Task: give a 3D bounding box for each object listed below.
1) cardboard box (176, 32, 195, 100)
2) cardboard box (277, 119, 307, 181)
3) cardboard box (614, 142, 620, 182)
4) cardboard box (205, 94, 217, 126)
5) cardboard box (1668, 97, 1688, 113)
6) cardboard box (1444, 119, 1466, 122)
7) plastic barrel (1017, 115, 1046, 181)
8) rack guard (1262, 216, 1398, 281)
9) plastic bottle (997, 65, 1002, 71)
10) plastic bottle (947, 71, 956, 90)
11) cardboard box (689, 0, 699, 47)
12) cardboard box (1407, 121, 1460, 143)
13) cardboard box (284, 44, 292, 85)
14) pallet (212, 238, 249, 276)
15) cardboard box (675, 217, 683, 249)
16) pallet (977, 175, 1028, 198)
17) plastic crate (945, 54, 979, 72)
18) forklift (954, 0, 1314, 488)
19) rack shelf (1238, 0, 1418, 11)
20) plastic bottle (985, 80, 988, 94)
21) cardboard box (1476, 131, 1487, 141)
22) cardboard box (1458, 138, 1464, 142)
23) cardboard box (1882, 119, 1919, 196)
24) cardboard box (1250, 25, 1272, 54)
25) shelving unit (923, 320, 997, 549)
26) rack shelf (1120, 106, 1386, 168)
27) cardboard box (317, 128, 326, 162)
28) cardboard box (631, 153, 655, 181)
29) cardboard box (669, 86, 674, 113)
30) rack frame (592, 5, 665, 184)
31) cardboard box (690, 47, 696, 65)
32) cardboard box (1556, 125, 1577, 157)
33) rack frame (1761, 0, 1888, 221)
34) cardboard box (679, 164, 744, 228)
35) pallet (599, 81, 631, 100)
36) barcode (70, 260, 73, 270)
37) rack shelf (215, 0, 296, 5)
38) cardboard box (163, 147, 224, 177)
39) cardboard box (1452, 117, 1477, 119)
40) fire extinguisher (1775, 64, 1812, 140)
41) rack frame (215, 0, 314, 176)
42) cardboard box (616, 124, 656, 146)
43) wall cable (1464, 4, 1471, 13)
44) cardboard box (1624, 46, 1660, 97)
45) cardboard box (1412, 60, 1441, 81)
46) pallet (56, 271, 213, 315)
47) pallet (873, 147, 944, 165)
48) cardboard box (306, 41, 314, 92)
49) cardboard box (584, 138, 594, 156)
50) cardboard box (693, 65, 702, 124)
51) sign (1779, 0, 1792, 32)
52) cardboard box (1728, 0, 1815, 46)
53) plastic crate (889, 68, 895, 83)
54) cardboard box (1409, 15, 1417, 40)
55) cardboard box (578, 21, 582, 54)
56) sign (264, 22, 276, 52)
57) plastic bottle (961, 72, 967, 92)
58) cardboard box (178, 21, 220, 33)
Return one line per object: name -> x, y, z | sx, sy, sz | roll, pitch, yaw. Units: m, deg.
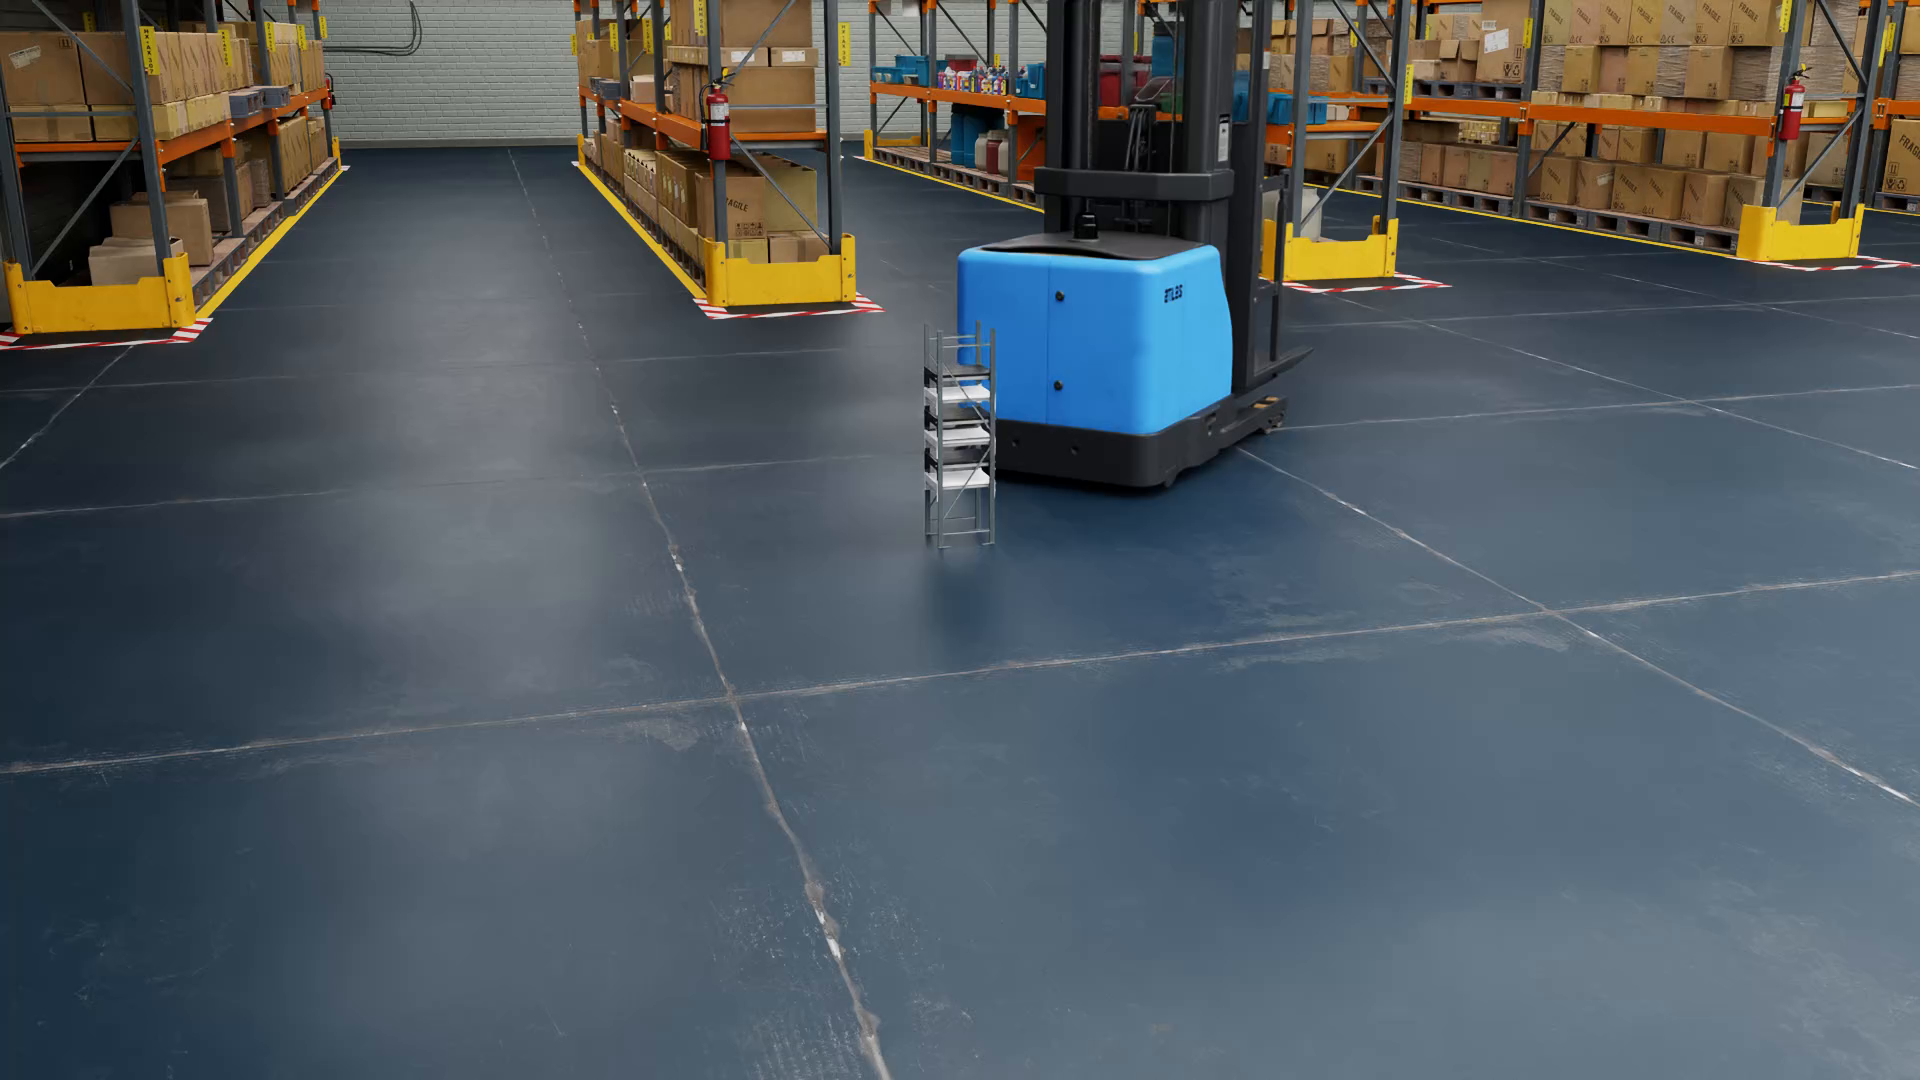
cardboard box -> -6.305, -3.704, 12.993 | 0.500, 0.500, 0.500 | -5, 18, -17
cardboard box -> -8.947, -5.046, 21.545 | 0.750, 0.750, 0.750 | -4, 17, -14
cardboard box -> -4.261, -4.973, 21.874 | 0.500, 0.500, 0.500 | -5, 18, -17
cardboard box -> -6.596, -3.631, 14.053 | 0.500, 0.250, 0.500 | -5, 17, -16
cardboard box -> 7.452, -4.432, 16.930 | 0.380, 0.149, 0.250 | -5, 17, -15
cardboard box -> 8.809, -7.383, 29.507 | 0.380, 0.149, 0.250 | -5, 18, -17
plastic barrel -> 0.976, -5.263, 22.300 | 0.600, 0.830, 0.708 | -5, 17, -15
rack guard -> 3.259, -2.574, 14.653 | 1.175, 0.500, 0.348 | -5, 17, -15
plastic bottle -> 0.595, -6.821, 24.532 | 0.144, 0.351, 0.185 | -5, 17, -15
plastic bottle -> -0.111, -6.755, 24.440 | 0.152, 0.276, 0.135 | -5, 17, -15
cardboard box -> -1.996, -4.600, 14.624 | 0.700, 0.500, 0.500 | -5, 17, -15
cardboard box -> 6.258, -5.402, 21.999 | 0.500, 0.250, 0.500 | -3, 17, -9
cardboard box -> -8.707, -5.964, 20.869 | 0.500, 0.500, 0.500 | -4, 17, -14
pallet -> -7.081, -2.559, 15.103 | 1.003, 0.211, 1.213 | -5, 17, -15
cardboard box -> -2.294, -2.787, 15.064 | 0.500, 0.250, 0.500 | -5, 17, -15
pallet -> 0.870, -4.846, 22.718 | 1.003, 0.211, 1.213 | -5, 17, -15
plastic crate -> 0.023, -7.399, 26.156 | 0.402, 0.464, 0.583 | -5, 17, -15
forklift -> 1.118, -2.017, 8.570 | 1.130, 2.935, 3.031 | 9, 19, 27
rack shelf -> 5.339, -8.004, 24.419 | 1.077, 0.370, 4.000 | -5, 17, -15
plastic bottle -> 0.394, -6.182, 22.663 | 0.097, 0.201, 0.097 | 0, 17, 0
cardboard box -> 9.108, -6.943, 28.561 | 0.380, 0.149, 0.250 | -6, 18, -18
cardboard box -> 8.867, -7.033, 29.376 | 0.380, 0.149, 0.250 | -5, 17, -15
cardboard box -> 11.891, -4.620, 20.082 | 0.875, 0.875, 0.875 | -4, 17, -14
cardboard box -> 4.973, -7.817, 25.844 | 0.797, 0.503, 0.637 | -5, 17, -17
shelving unit -> -0.002, -0.433, 6.830 | 0.258, 0.900, 0.210 | -5, 17, -15
rack shelf -> 2.776, -3.963, 16.181 | 1.077, 0.370, 4.000 | -5, 17, -15
cardboard box -> -10.171, -6.076, 25.582 | 0.700, 0.500, 0.500 | -5, 17, -15
cardboard box -> -3.485, -4.275, 19.045 | 0.500, 0.311, 0.500 | -5, 17, -17
cardboard box -> -2.715, -4.531, 17.082 | 0.500, 0.250, 0.500 | -4, 17, -12
rack frame -> -4.736, -6.683, 23.985 | 1.000, 3.000, 0.127 | -5, 17, -15
cardboard box -> -2.155, -4.241, 14.557 | 0.380, 0.149, 0.250 | -5, 17, -16
cardboard box -> 9.839, -6.318, 26.385 | 0.500, 0.500, 0.500 | -4, 17, -14
rack frame -> 8.088, -4.146, 15.539 | 1.000, 3.000, 0.127 | -5, 17, -15
cardboard box -> -2.161, -3.007, 14.495 | 0.500, 0.500, 0.500 | -5, 17, -15
pallet -> -3.891, -5.666, 20.935 | 1.213, 0.211, 1.003 | -5, 17, -15
barcode -> -6.693, -2.070, 12.522 | 0.001, 0.075, 0.075 | -5, 17, -15
rack shelf -> -8.948, -6.829, 20.508 | 1.077, 0.370, 4.000 | -5, 17, -15
cardboard box -> -7.642, -3.774, 16.578 | 0.500, 0.250, 0.500 | -5, 17, -16
cardboard box -> 9.221, -7.648, 30.389 | 0.380, 0.149, 0.250 | -4, 17, -13
fire extinguisher -> 7.676, -4.040, 15.323 | 0.296, 0.674, 0.183 | -5, 17, -15
rack frame -> -9.498, -6.290, 22.678 | 1.000, 3.000, 0.127 | -5, 17, -15
cardboard box -> -4.139, -5.204, 21.341 | 0.500, 0.250, 0.500 | -4, 17, -13
wall cable -> 11.647, -11.414, 37.916 | 0.585, 1.953, 0.123 | -5, 17, -15
cardboard box -> 7.488, -4.900, 17.360 | 0.875, 0.500, 0.500 | -5, 17, -15
cardboard box -> 6.129, -6.006, 21.263 | 0.500, 0.250, 0.500 | -5, 17, -17
pallet -> -6.410, -1.884, 12.856 | 1.003, 0.211, 1.213 | -5, 17, -15
pallet -> -0.882, -6.613, 28.600 | 1.003, 0.211, 1.213 | -5, 17, -15
cardboard box -> -9.827, -6.787, 23.812 | 0.980, 0.700, 0.700 | -5, 17, -17
cardboard box -> -5.821, -6.372, 26.965 | 0.500, 0.250, 0.500 | -5, 17, -15
cardboard box -> -1.982, -3.969, 14.779 | 0.700, 0.500, 0.500 | -4, 17, -14
sign -> 7.548, -4.813, 15.199 | 0.100, 0.325, 0.005 | -5, 17, -15
cardboard box -> 7.699, -4.947, 15.779 | 0.500, 0.500, 0.500 | -5, 17, -15
plastic crate -> -0.959, -7.670, 27.458 | 0.416, 0.233, 0.300 | -5, 17, -15
cardboard box -> 8.500, -9.320, 30.338 | 0.500, 0.500, 0.500 | -4, 17, -14
cardboard box -> -5.816, -8.028, 26.553 | 0.500, 0.500, 0.500 | -5, 17, -15
sign -> -7.880, -5.746, 18.991 | 0.100, 0.325, 0.005 | -5, 17, -15
plastic bottle -> 0.107, -6.535, 23.711 | 0.152, 0.276, 0.135 | -5, 17, -15
cardboard box -> -8.773, -5.848, 19.176 | 0.500, 0.250, 0.500 | -4, 17, -14
